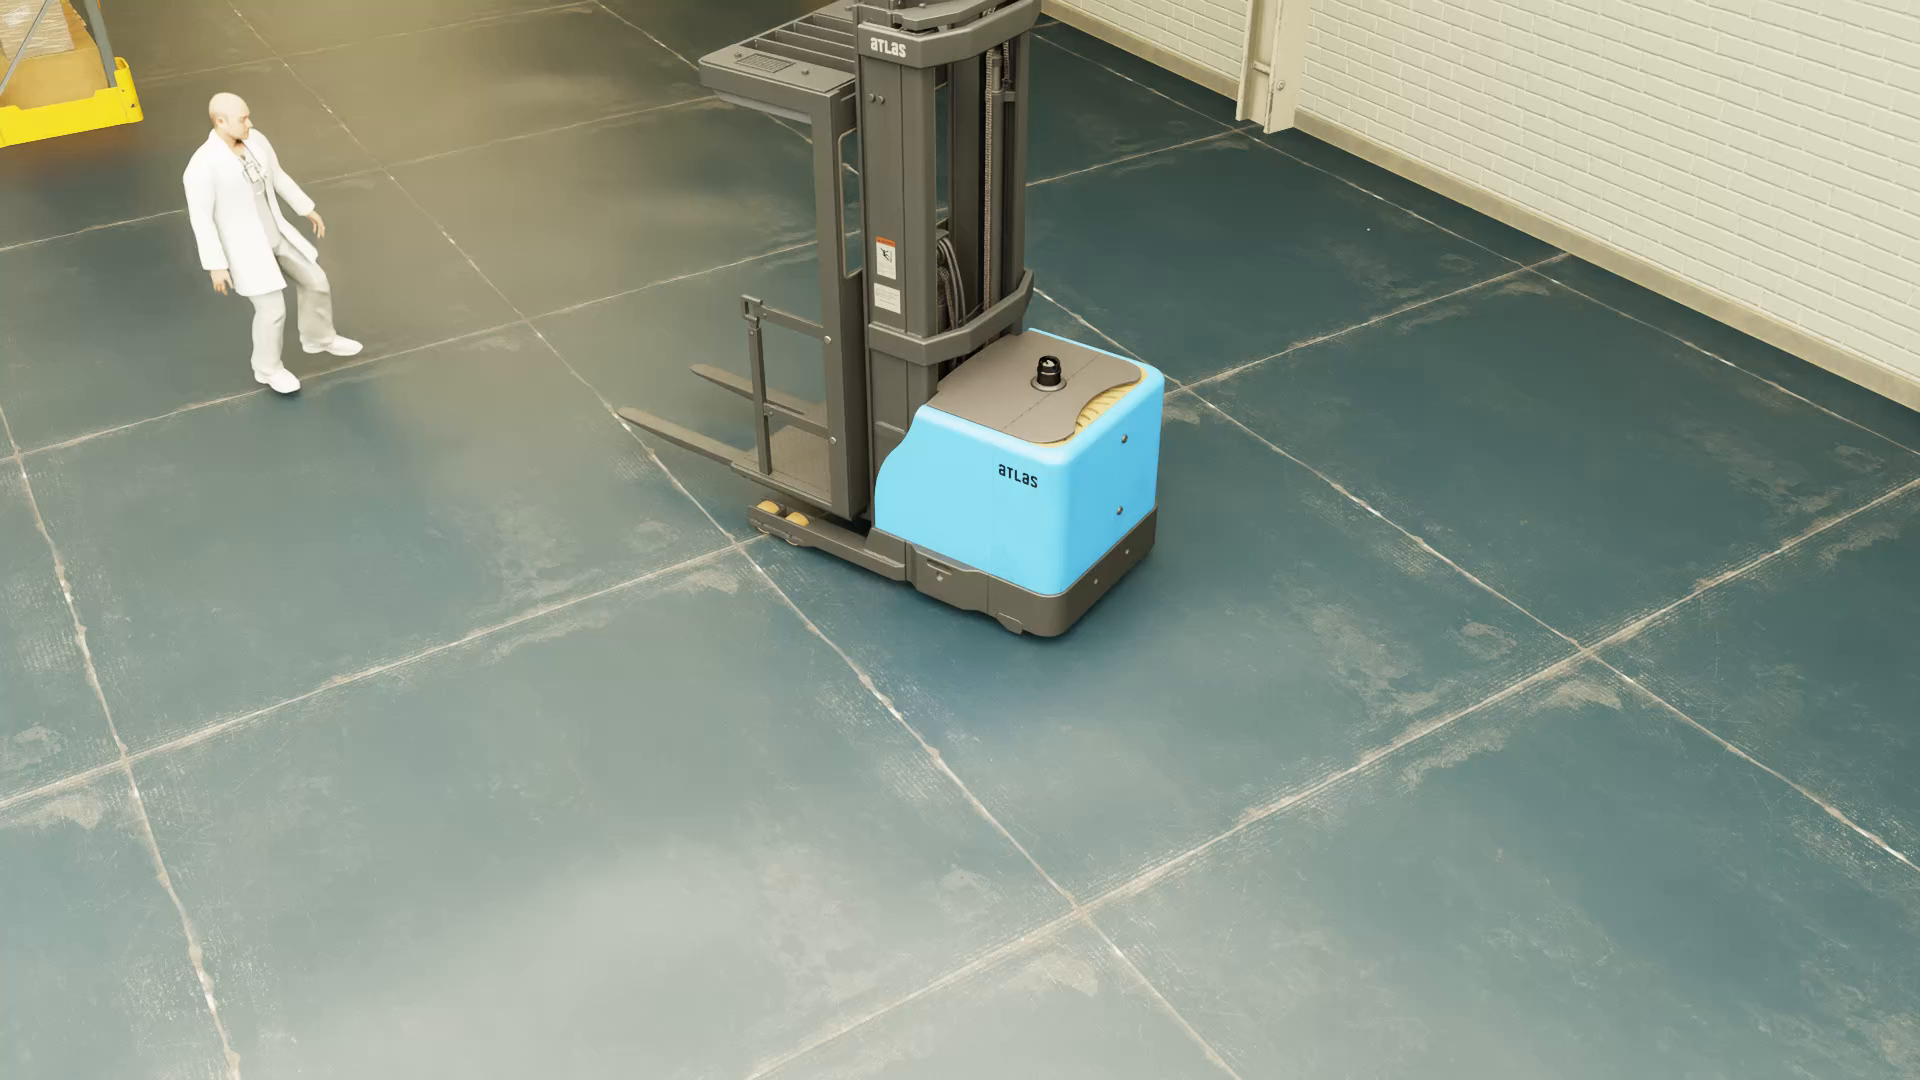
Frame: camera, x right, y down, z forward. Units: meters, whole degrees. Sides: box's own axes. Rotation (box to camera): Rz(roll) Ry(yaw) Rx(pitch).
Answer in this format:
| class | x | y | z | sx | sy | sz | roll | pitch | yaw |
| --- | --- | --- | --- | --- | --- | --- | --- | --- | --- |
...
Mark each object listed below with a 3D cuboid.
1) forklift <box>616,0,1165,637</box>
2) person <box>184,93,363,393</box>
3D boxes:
| class | x | y | z | sx | sy | sz | roll | pitch | yaw |
| --- | --- | --- | --- | --- | --- | --- | --- | --- | --- |
| forklift | -0.500 | -1.399 | 8.138 | 3.031 | 2.935 | 1.130 | 22 | 41 | 28 |
| person | -3.993 | -1.708 | 9.536 | 0.454 | 1.753 | 0.817 | 11 | 37 | 15 |
